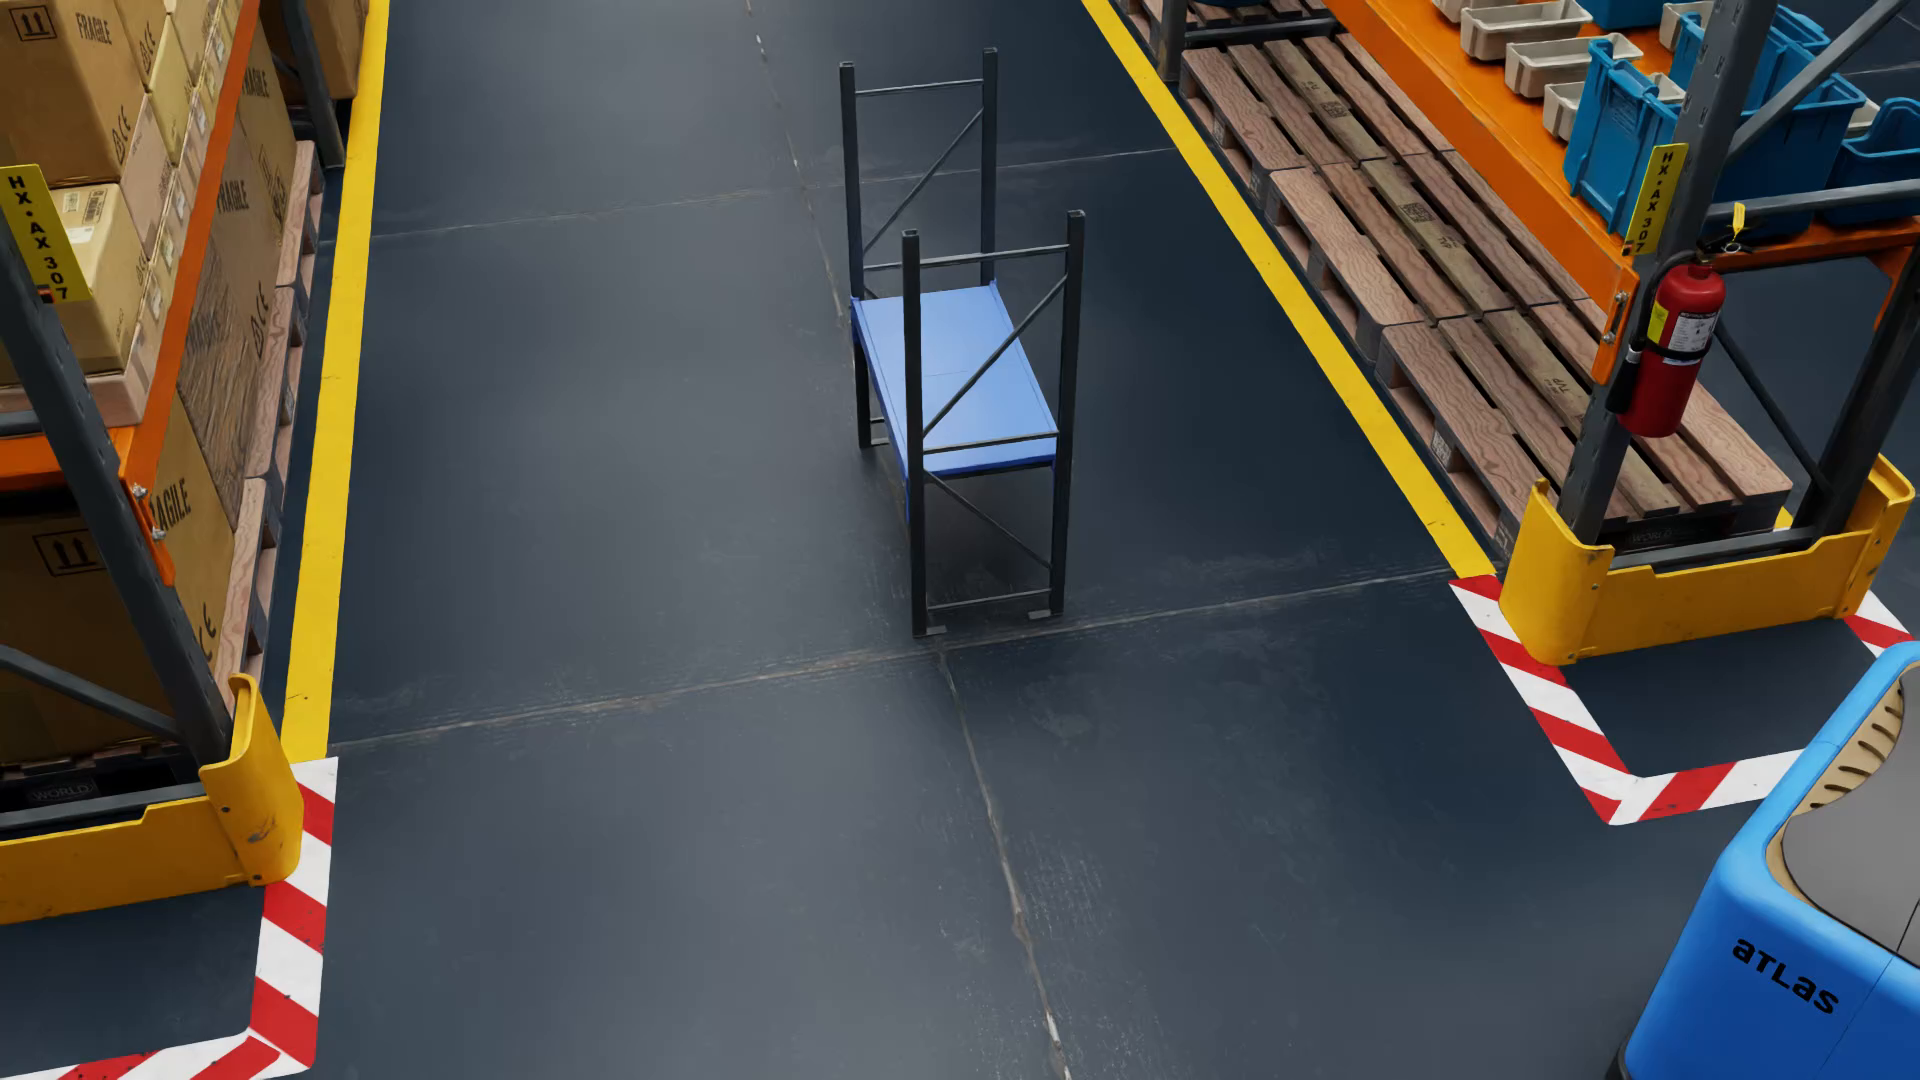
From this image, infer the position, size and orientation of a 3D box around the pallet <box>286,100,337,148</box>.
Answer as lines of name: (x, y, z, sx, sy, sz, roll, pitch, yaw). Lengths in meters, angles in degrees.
pallet: (-3.581, -2.250, 8.125, 1.003, 0.211, 1.213, -8, 42, -9)

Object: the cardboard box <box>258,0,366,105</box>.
cardboard box: (-3.498, -2.578, 7.678, 1.225, 0.875, 0.875, -8, 42, -9)

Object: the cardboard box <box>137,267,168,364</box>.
cardboard box: (-2.288, -0.560, 4.310, 0.380, 0.149, 0.250, -9, 42, -10)

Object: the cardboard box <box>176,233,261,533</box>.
cardboard box: (-2.890, -0.566, 5.412, 0.875, 0.875, 0.875, -8, 42, -9)

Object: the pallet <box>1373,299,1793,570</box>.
pallet: (2.219, -0.417, 6.061, 1.003, 0.211, 1.213, -8, 42, -9)

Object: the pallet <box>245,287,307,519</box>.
pallet: (-2.986, -0.464, 6.114, 1.003, 0.211, 1.213, -8, 42, -9)

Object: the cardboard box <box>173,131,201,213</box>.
cardboard box: (-2.455, -1.060, 4.873, 0.380, 0.149, 0.250, -9, 42, -10)

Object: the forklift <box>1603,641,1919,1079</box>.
forklift: (2.945, 0.832, 2.604, 3.031, 2.935, 1.130, 33, 51, 32)

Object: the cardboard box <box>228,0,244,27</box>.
cardboard box: (-2.732, -1.892, 5.811, 0.380, 0.149, 0.250, -8, 42, -8)

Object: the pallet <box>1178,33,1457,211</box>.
pallet: (1.692, -1.999, 7.843, 1.003, 0.211, 1.213, -8, 42, -9)

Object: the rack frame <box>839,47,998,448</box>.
rack frame: (-0.128, -0.946, 5.686, 0.500, 1.500, 0.032, -8, 42, -9)

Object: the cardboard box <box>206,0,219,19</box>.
cardboard box: (-2.765, -1.944, 5.569, 0.500, 0.250, 0.500, -8, 42, -8)

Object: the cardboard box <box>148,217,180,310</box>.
cardboard box: (-2.344, -0.726, 4.497, 0.380, 0.149, 0.250, -9, 42, -10)

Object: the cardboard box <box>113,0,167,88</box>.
cardboard box: (-2.543, -1.555, 4.566, 0.500, 0.500, 0.500, -9, 42, -10)

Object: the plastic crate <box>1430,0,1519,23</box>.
plastic crate: (1.792, -1.903, 5.787, 0.298, 0.136, 0.250, -8, 42, -9)

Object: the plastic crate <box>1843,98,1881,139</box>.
plastic crate: (2.639, -1.271, 5.076, 0.250, 0.136, 0.298, -8, 42, -9)

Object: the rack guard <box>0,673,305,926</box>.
rack guard: (-2.472, 0.740, 4.540, 1.175, 0.500, 0.348, -8, 42, -9)

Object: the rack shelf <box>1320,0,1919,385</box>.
rack shelf: (1.927, -1.947, 6.226, 1.077, 0.370, 4.000, -8, 42, -9)

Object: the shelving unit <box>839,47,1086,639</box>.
shelving unit: (-0.018, -0.616, 5.314, 0.538, 1.500, 1.048, -8, 42, -9)

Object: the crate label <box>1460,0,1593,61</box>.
crate label: (1.874, -1.714, 5.574, 0.396, 0.136, 0.243, -8, 42, -9)

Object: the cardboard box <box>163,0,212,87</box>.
cardboard box: (-2.658, -1.615, 5.199, 0.500, 0.250, 0.500, -9, 42, -10)

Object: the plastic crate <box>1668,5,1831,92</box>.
plastic crate: (2.485, -1.514, 5.277, 0.416, 0.233, 0.300, -8, 42, -9)

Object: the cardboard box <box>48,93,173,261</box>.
cardboard box: (-2.436, -0.951, 4.451, 0.500, 0.250, 0.500, -9, 42, -10)

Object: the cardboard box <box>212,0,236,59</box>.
cardboard box: (-2.677, -1.726, 5.624, 0.380, 0.149, 0.250, -9, 42, -10)

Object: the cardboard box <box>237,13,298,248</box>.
cardboard box: (-3.276, -1.726, 6.719, 0.875, 0.875, 0.875, -8, 42, -9)

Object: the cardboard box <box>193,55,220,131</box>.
cardboard box: (-2.565, -1.391, 5.246, 0.380, 0.149, 0.250, -9, 42, -10)

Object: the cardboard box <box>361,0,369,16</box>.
cardboard box: (-3.692, -3.157, 8.331, 1.225, 0.875, 0.875, -10, 43, -11)

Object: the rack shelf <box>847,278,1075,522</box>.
rack shelf: (-0.018, -0.482, 5.434, 0.538, 0.185, 1.000, -8, 42, -9)

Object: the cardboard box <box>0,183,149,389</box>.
cardboard box: (-2.317, -0.615, 4.073, 0.500, 0.250, 0.500, -9, 42, -10)

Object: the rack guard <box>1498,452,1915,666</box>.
rack guard: (2.377, 0.028, 5.341, 1.175, 0.500, 0.348, -8, 42, -9)

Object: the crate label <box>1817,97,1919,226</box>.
crate label: (2.627, -1.087, 4.796, 0.416, 0.233, 0.303, -8, 42, -9)

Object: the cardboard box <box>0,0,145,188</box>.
cardboard box: (-2.425, -1.220, 4.189, 0.500, 0.500, 0.500, -9, 42, -10)

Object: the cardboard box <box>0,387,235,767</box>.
cardboard box: (-2.693, 0.024, 4.748, 0.875, 0.875, 0.875, -8, 42, -9)

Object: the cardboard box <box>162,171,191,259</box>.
cardboard box: (-2.401, -0.895, 4.688, 0.380, 0.149, 0.250, -9, 42, -10)

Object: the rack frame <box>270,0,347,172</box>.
rack frame: (-3.341, -2.803, 6.648, 1.000, 3.000, 0.127, -8, 42, -9)

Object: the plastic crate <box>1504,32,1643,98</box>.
plastic crate: (1.958, -1.537, 5.375, 0.396, 0.136, 0.243, -8, 42, -9)

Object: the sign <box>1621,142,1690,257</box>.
sign: (1.825, -0.892, 4.372, 0.100, 0.325, 0.005, -8, 42, -9)

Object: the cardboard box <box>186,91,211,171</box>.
cardboard box: (-2.511, -1.227, 5.062, 0.380, 0.149, 0.250, -9, 42, -10)

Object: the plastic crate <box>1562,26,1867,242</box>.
plastic crate: (2.104, -1.146, 4.710, 0.616, 0.435, 0.499, -8, 42, -9)

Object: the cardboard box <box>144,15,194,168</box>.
cardboard box: (-2.541, -1.278, 4.819, 0.500, 0.250, 0.500, -10, 43, -11)

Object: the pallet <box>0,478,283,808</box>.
pallet: (-2.726, 0.325, 5.224, 1.003, 0.211, 1.213, -8, 42, -9)

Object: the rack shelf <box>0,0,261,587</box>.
rack shelf: (-2.909, -1.238, 5.427, 1.077, 0.370, 4.000, -8, 42, -9)

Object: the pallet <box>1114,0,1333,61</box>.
pallet: (1.370, -2.976, 8.944, 1.003, 0.211, 1.213, -8, 42, -9)

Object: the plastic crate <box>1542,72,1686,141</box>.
plastic crate: (2.006, -1.347, 5.161, 0.396, 0.136, 0.243, -8, 42, -9)

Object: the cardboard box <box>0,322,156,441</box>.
cardboard box: (-2.232, -0.394, 4.123, 0.380, 0.149, 0.250, -8, 42, -9)

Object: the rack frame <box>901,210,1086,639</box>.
rack frame: (0.091, -0.287, 4.943, 0.500, 1.500, 0.032, -8, 42, -9)

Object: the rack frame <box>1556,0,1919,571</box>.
rack frame: (2.359, -0.920, 4.527, 1.000, 3.000, 0.127, -8, 42, -9)

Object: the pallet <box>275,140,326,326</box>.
pallet: (-3.253, -1.256, 7.006, 1.003, 0.211, 1.213, -8, 42, -9)

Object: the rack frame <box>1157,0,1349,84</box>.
rack frame: (1.496, -3.513, 7.448, 1.000, 3.000, 0.127, -8, 42, -9)

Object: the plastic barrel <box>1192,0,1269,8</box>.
plastic barrel: (1.395, -3.240, 8.405, 0.600, 0.901, 0.708, -8, 42, -9)

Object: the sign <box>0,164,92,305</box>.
sign: (-1.934, -0.639, 3.499, 0.100, 0.325, 0.005, -8, 42, -9)

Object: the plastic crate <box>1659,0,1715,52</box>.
plastic crate: (2.492, -1.711, 5.571, 0.250, 0.136, 0.298, -8, 42, -9)

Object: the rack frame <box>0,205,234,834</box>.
rack frame: (-2.477, -0.210, 3.727, 1.000, 3.000, 0.127, -8, 42, -9)

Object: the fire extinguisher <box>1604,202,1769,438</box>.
fire extinguisher: (1.948, -0.589, 4.493, 0.296, 0.674, 0.183, -8, 42, -9)

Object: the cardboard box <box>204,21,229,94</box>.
cardboard box: (-2.623, -1.560, 5.438, 0.380, 0.149, 0.250, -8, 42, -9)

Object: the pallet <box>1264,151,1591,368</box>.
pallet: (1.959, -1.207, 6.950, 1.003, 0.211, 1.213, -8, 42, -9)

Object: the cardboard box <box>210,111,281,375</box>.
cardboard box: (-3.082, -1.143, 6.062, 0.875, 0.875, 0.875, -8, 42, -9)

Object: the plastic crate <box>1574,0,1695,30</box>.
plastic crate: (2.343, -1.941, 5.758, 0.416, 0.233, 0.300, -8, 42, -9)
